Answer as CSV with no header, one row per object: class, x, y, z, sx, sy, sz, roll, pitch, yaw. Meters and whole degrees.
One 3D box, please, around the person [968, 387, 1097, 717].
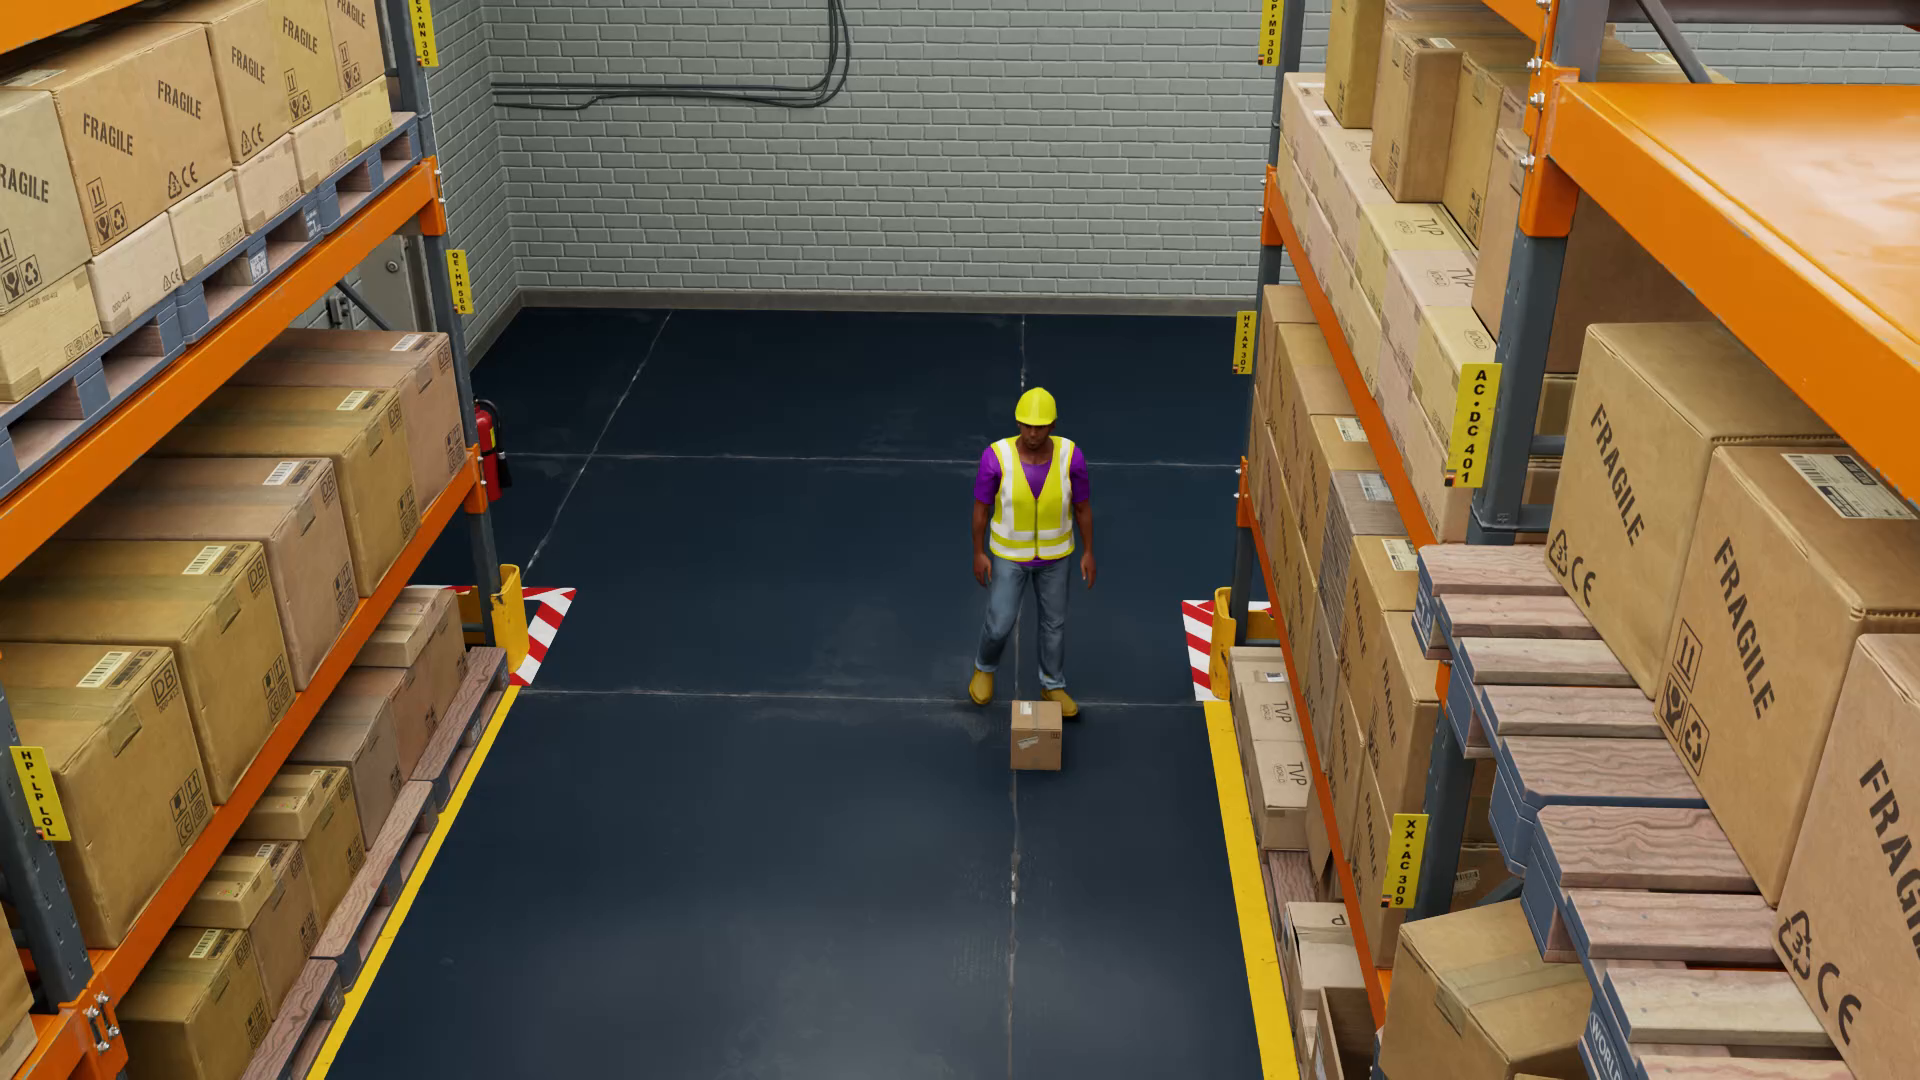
person,0.369,0.067,8.425,0.642,1.773,0.476,-4,28,-7
